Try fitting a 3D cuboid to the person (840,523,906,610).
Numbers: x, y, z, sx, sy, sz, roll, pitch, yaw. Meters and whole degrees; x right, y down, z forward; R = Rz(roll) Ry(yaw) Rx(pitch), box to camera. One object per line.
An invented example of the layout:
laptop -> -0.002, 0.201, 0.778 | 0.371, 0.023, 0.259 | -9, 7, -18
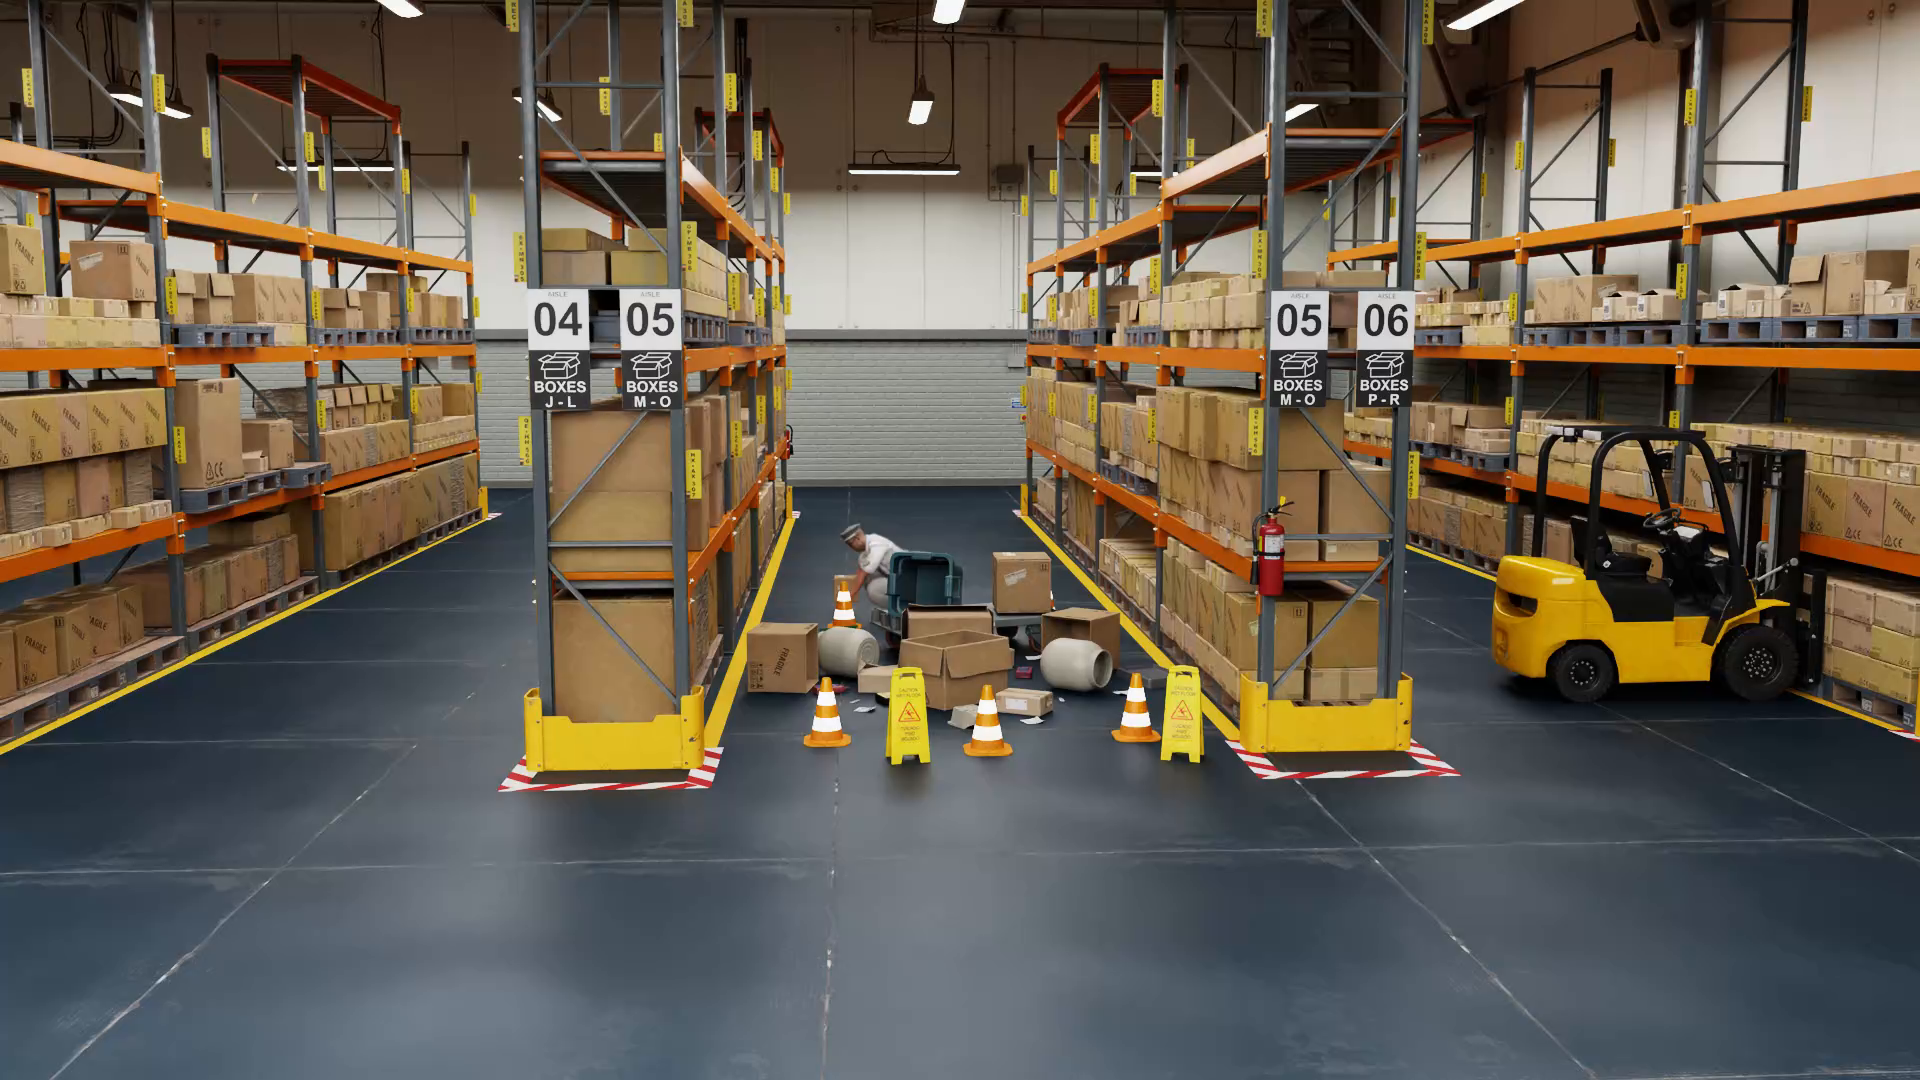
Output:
person -> -0.820, 0.326, 17.137 | 0.902, 1.021, 0.535 | -1, 7, -5
